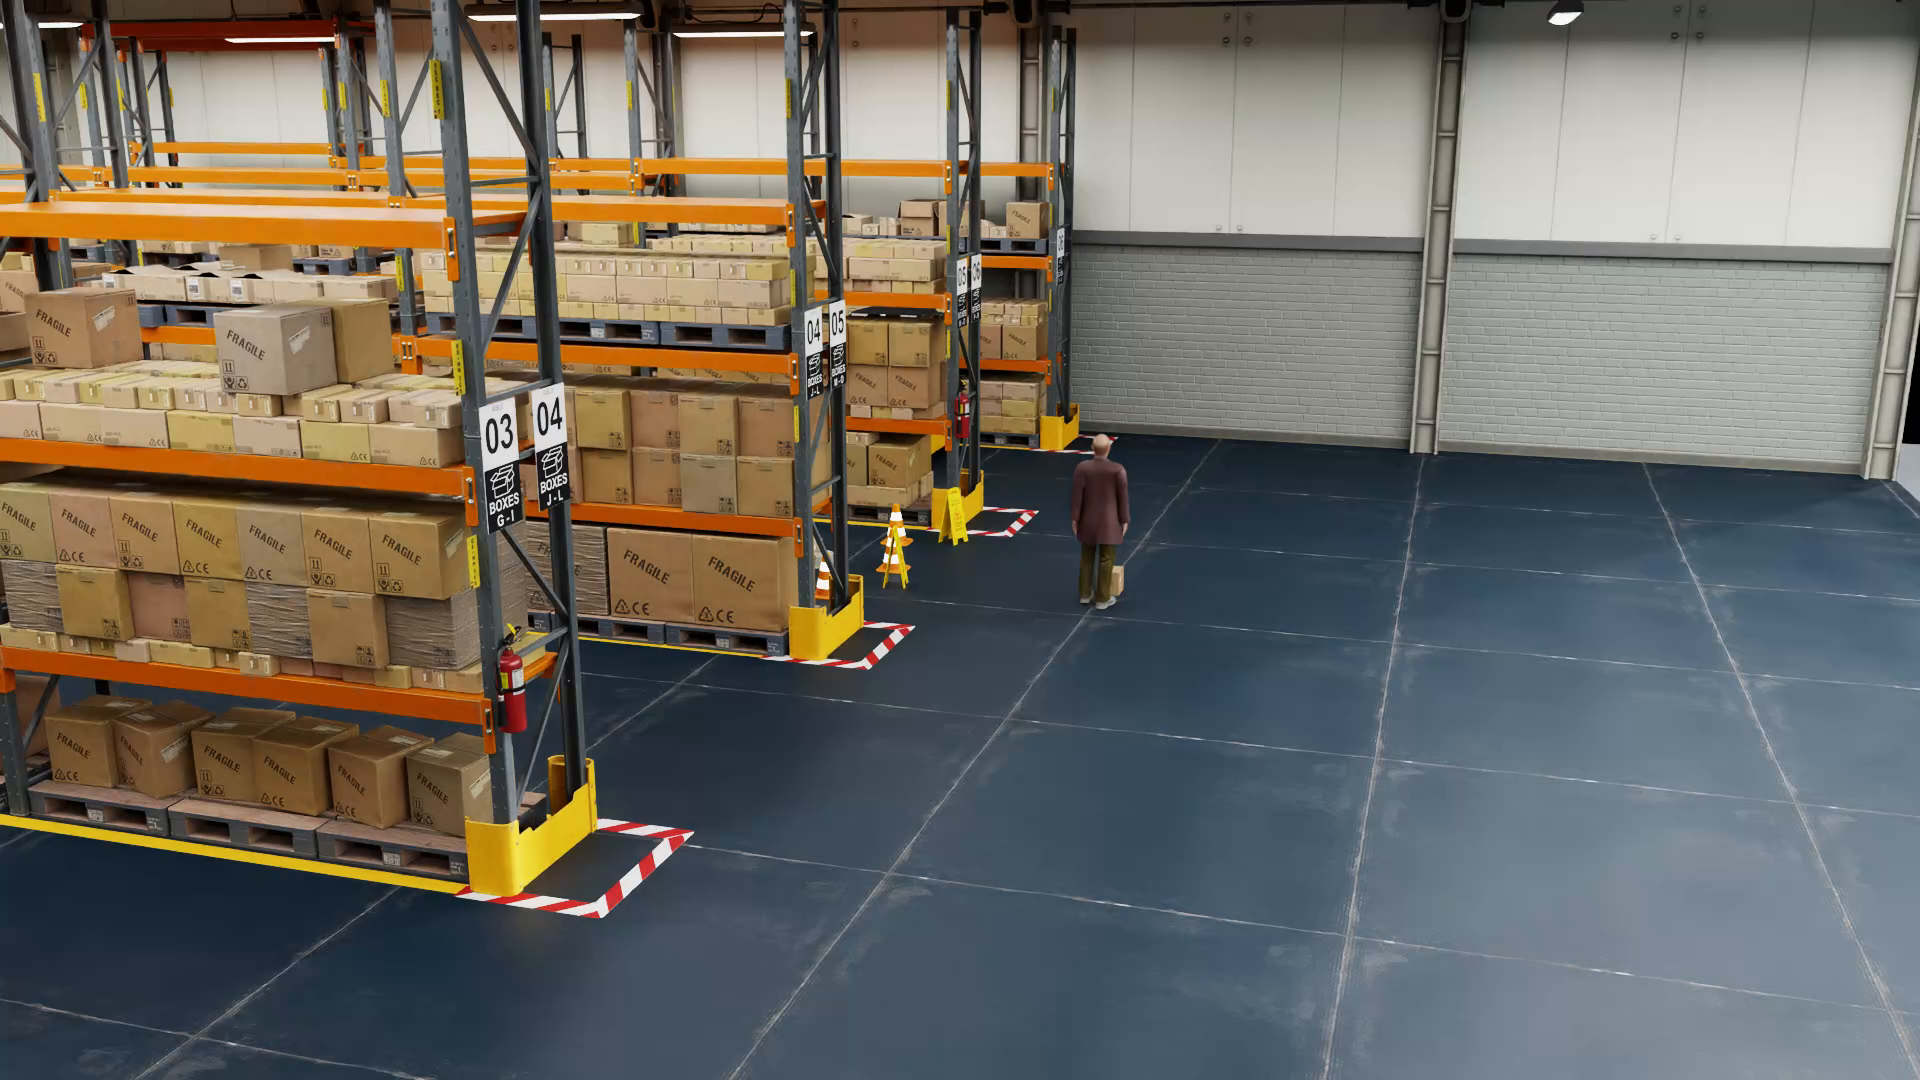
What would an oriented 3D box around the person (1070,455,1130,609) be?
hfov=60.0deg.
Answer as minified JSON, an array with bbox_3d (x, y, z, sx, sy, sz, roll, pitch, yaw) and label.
[{"bbox_3d":[1.436,-0.104,16.853,0.611,1.561,0.544,4,15,16],"label":"person"}]
